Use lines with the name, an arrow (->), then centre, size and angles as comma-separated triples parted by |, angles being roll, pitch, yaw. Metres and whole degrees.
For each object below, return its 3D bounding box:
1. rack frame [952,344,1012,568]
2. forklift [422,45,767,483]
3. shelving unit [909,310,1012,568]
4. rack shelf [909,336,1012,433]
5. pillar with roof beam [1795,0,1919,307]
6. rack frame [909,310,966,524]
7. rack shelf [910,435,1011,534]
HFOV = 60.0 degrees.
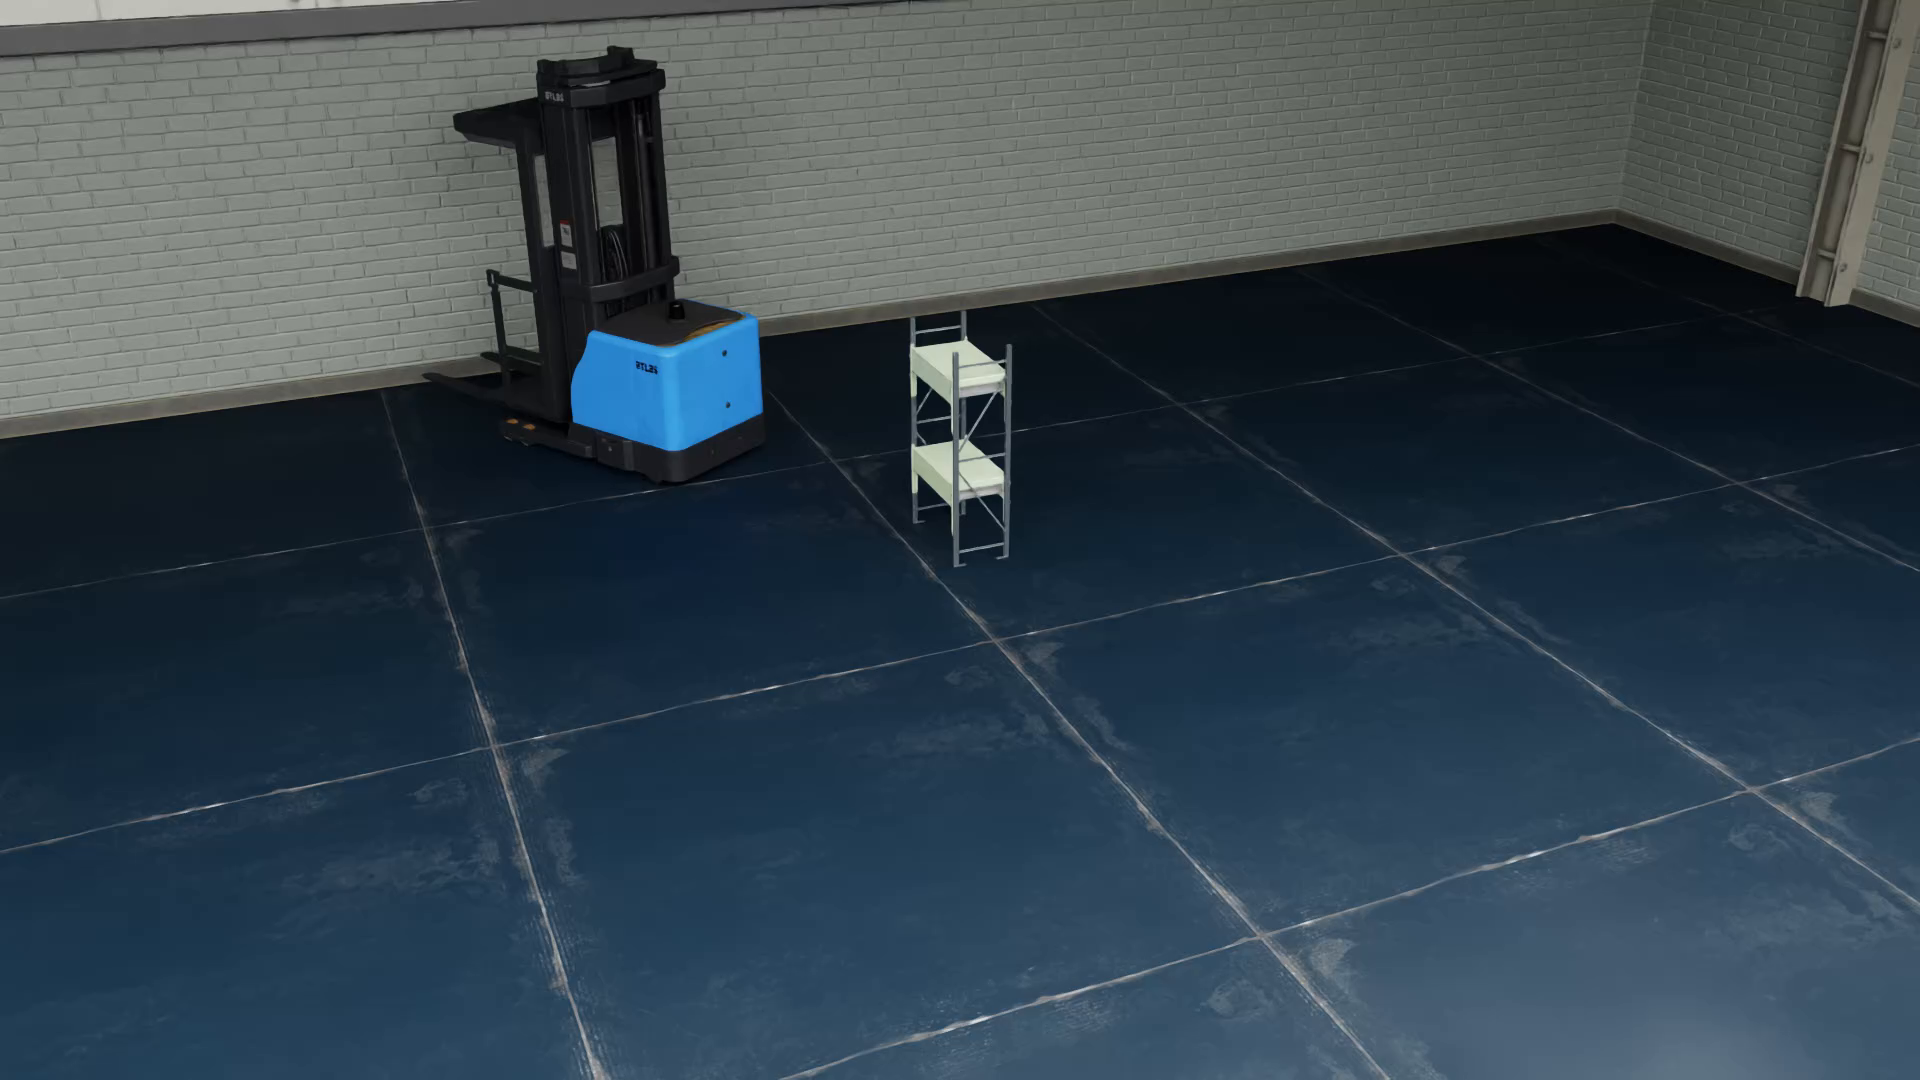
rack frame -> 0.141, -0.529, 10.770 | 0.400, 1.500, 0.023 | -11, 28, -21
forklift -> -2.991, -2.220, 12.602 | 3.031, 2.935, 1.130 | 17, 31, 31
shelving unit -> -0.003, -0.677, 11.073 | 0.431, 1.500, 0.755 | -11, 28, -21
rack shelf -> -0.003, -1.027, 10.901 | 0.431, 0.370, 0.720 | -11, 28, -21
pillar with roof beam -> 4.443, -5.650, 12.711 | 9.100, 9.000, 0.400 | -11, 28, -21
rack frame -> -0.146, -0.824, 11.375 | 0.400, 1.500, 0.023 | -11, 28, -21
rack shelf -> -0.003, -0.384, 11.216 | 0.431, 0.370, 0.720 | -11, 28, -21
